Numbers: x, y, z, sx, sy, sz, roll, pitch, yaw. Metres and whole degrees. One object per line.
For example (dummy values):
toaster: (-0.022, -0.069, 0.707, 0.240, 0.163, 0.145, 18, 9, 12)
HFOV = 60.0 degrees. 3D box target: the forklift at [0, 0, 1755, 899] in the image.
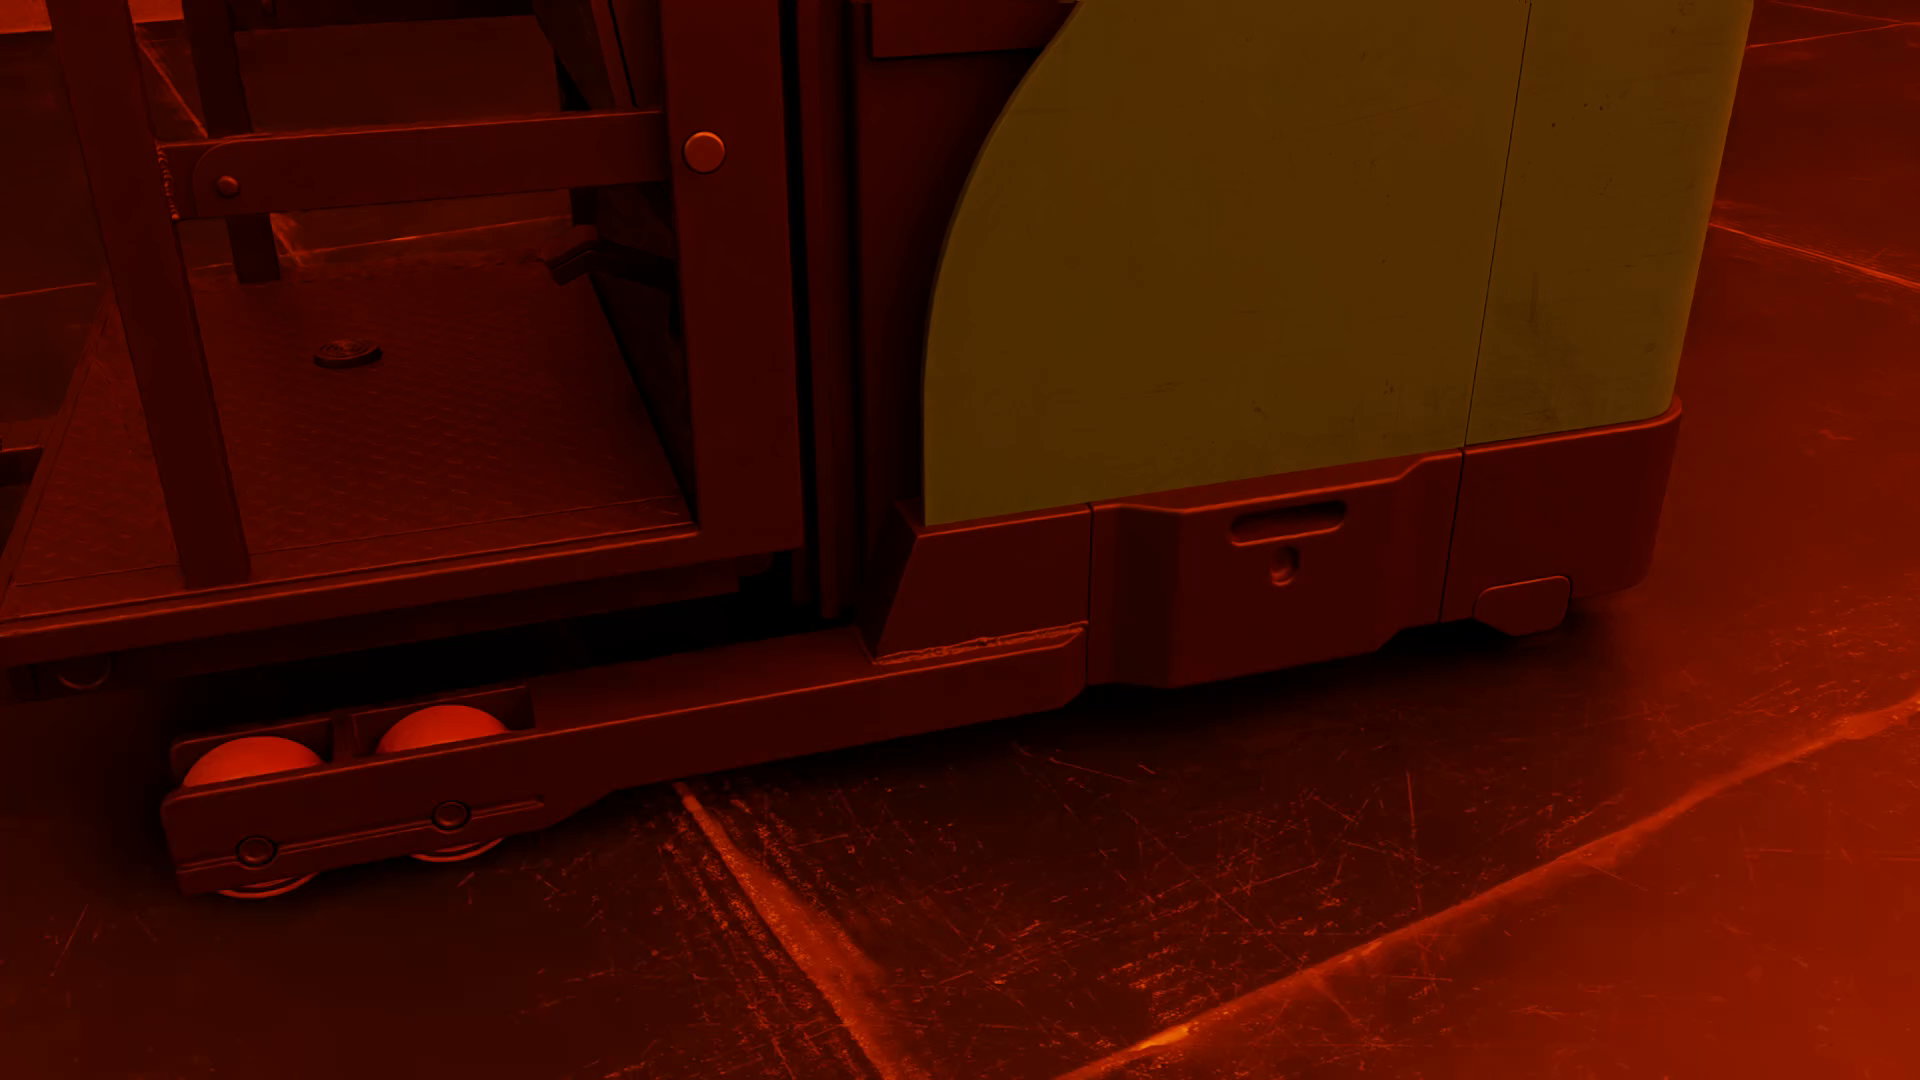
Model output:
forklift: (-0.631, -1.198, 1.622, 3.031, 2.935, 1.130, -9, 28, -16)
